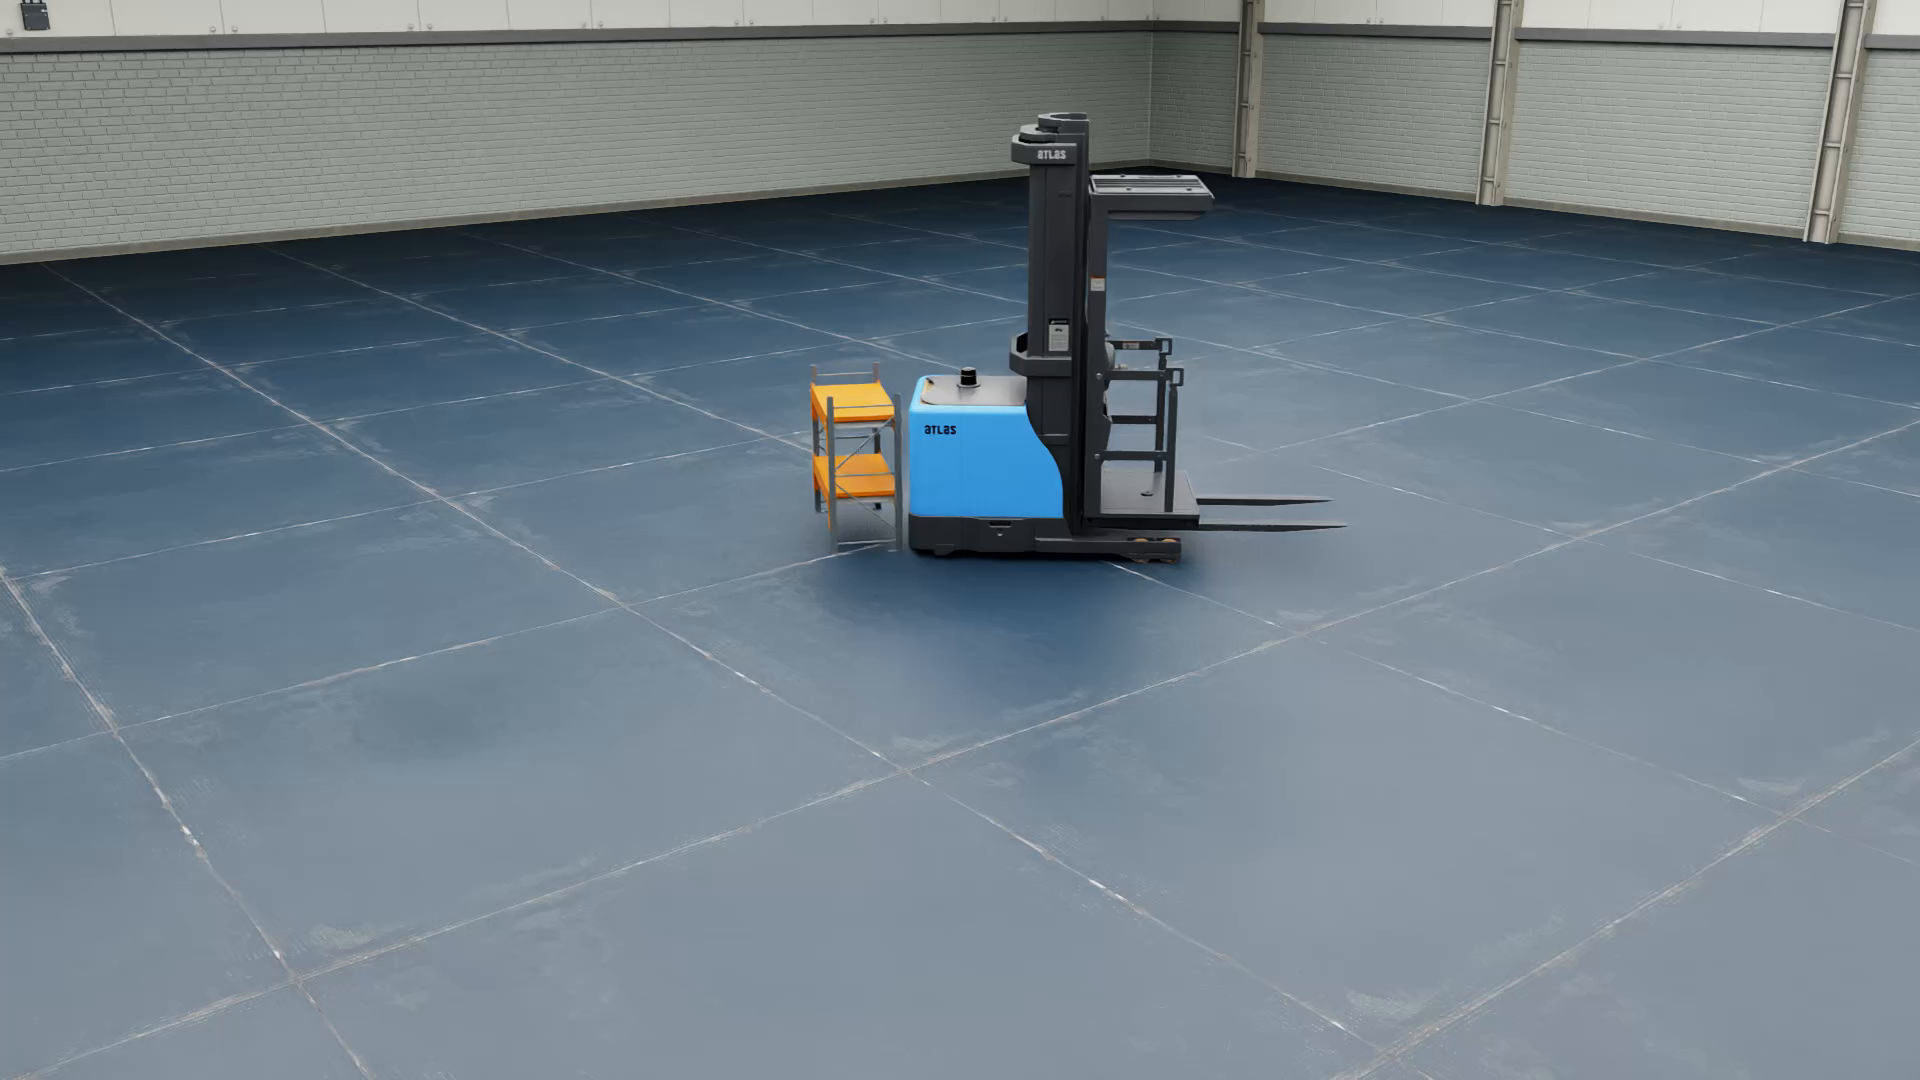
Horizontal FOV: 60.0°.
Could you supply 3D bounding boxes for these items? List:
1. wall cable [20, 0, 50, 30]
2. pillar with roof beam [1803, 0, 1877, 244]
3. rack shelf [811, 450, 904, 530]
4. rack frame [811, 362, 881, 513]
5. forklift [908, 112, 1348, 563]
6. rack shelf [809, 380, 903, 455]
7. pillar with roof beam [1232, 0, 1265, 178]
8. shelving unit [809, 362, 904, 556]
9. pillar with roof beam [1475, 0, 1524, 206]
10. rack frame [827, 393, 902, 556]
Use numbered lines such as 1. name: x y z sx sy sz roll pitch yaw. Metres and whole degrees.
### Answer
1. wall cable: -12.091 -10.174 22.863 2.305 6.003 0.169 -14 23 -36
2. pillar with roof beam: 10.018 -8.078 21.942 9.100 9.000 0.400 -14 23 -36
3. rack shelf: -0.747 -0.369 11.967 0.538 0.278 1.000 -3 19 -10
4. rack frame: -0.843 -0.758 12.364 0.500 1.125 0.032 -3 19 -10
5. forklift: 1.174 -1.403 11.436 3.031 2.935 1.130 1 18 2
6. rack shelf: -0.747 -0.879 11.798 0.538 0.278 1.000 -3 19 -10
7. pillar with roof beam: 2.568 -11.035 30.871 9.100 9.000 0.400 -14 23 -36
8. shelving unit: -0.747 -0.602 11.890 0.538 1.125 1.048 -3 19 -10
9. pillar with roof beam: 6.293 -9.556 26.406 9.100 9.000 0.400 -14 23 -36
10. rack frame: -0.651 -0.445 11.416 0.500 1.125 0.032 -3 19 -10
